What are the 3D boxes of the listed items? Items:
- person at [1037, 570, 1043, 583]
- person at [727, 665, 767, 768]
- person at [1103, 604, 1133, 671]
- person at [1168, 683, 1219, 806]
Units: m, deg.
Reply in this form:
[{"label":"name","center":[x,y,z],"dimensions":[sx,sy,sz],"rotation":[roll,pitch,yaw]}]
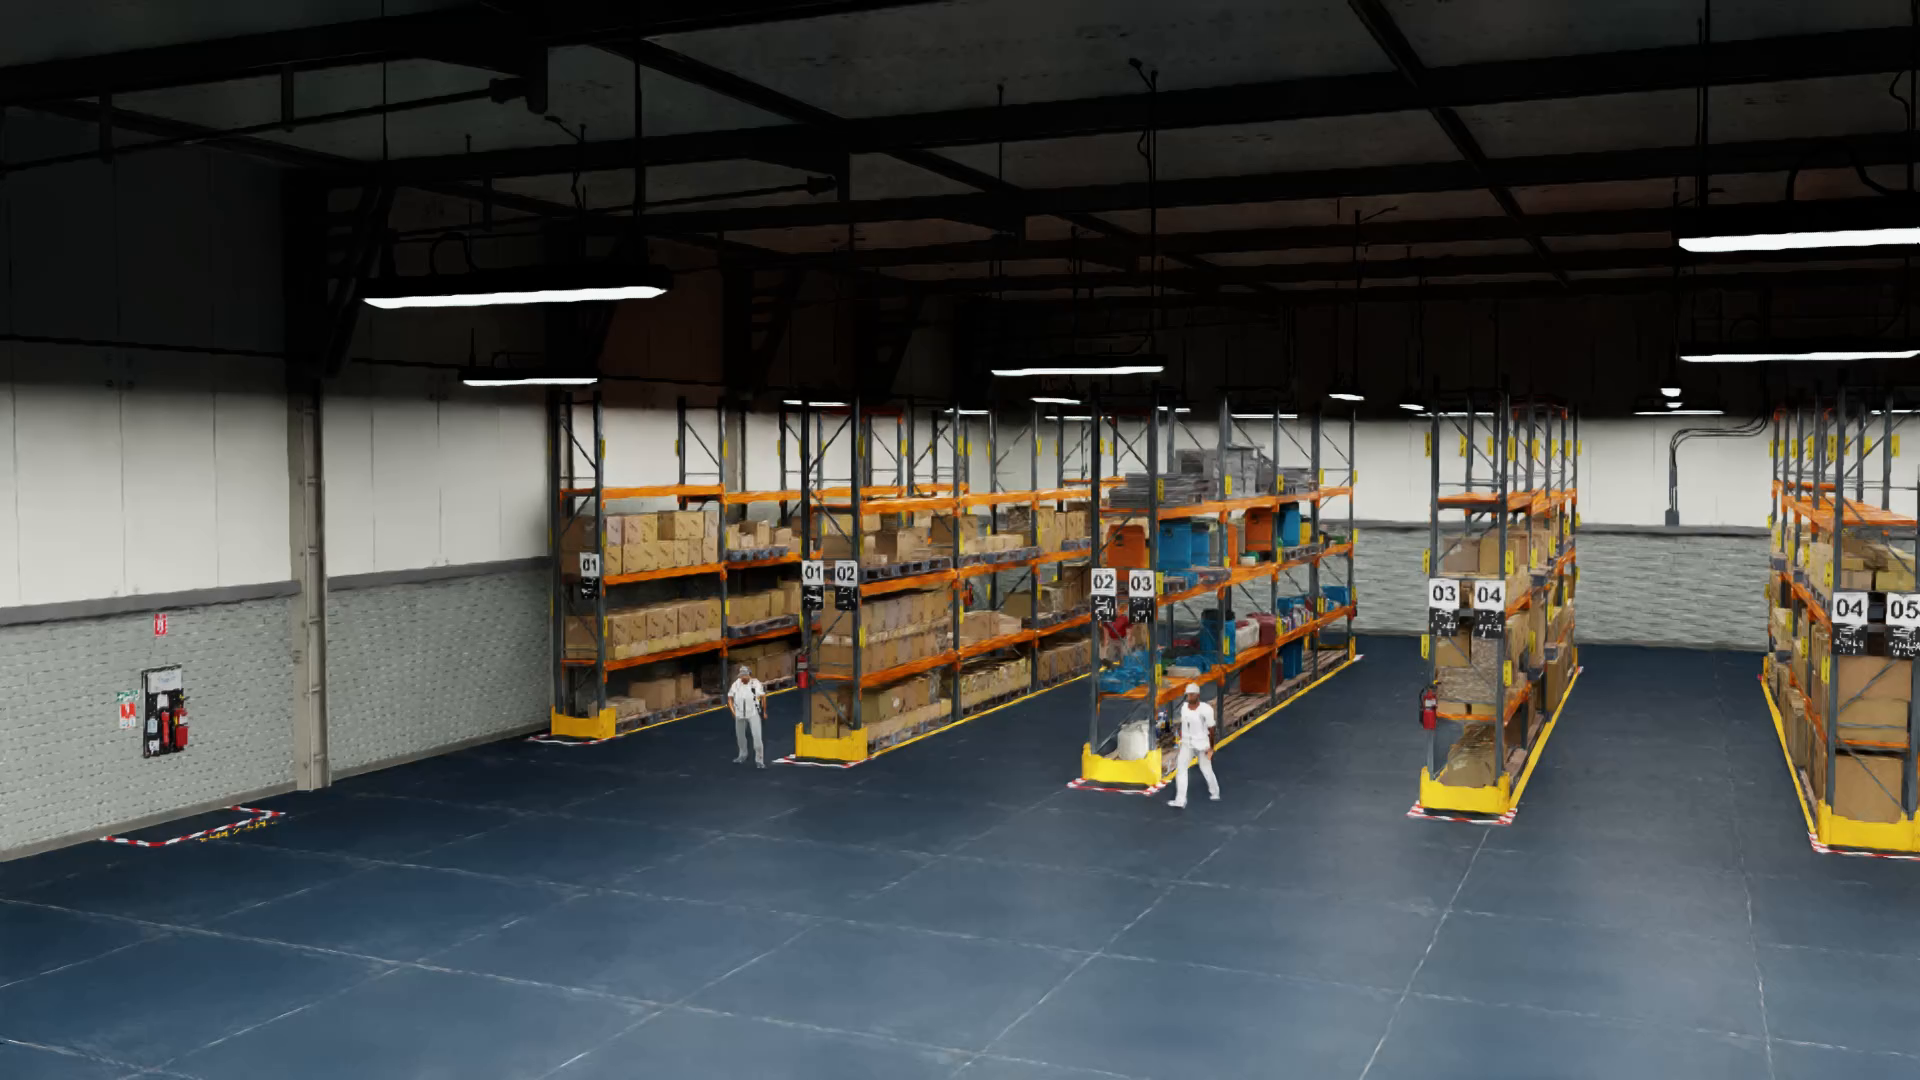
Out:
[{"label":"person","center":[2.076,1.633,46.690],"dimensions":[0.586,1.594,0.426],"rotation":[-2,4,-31]},{"label":"person","center":[-3.318,2.749,26.191],"dimensions":[0.660,1.596,0.811],"rotation":[0,3,5]},{"label":"person","center":[3.391,2.198,35.713],"dimensions":[0.682,1.675,0.529],"rotation":[1,3,22]},{"label":"person","center":[3.324,2.856,23.282],"dimensions":[0.599,1.728,0.940],"rotation":[3,4,39]}]
